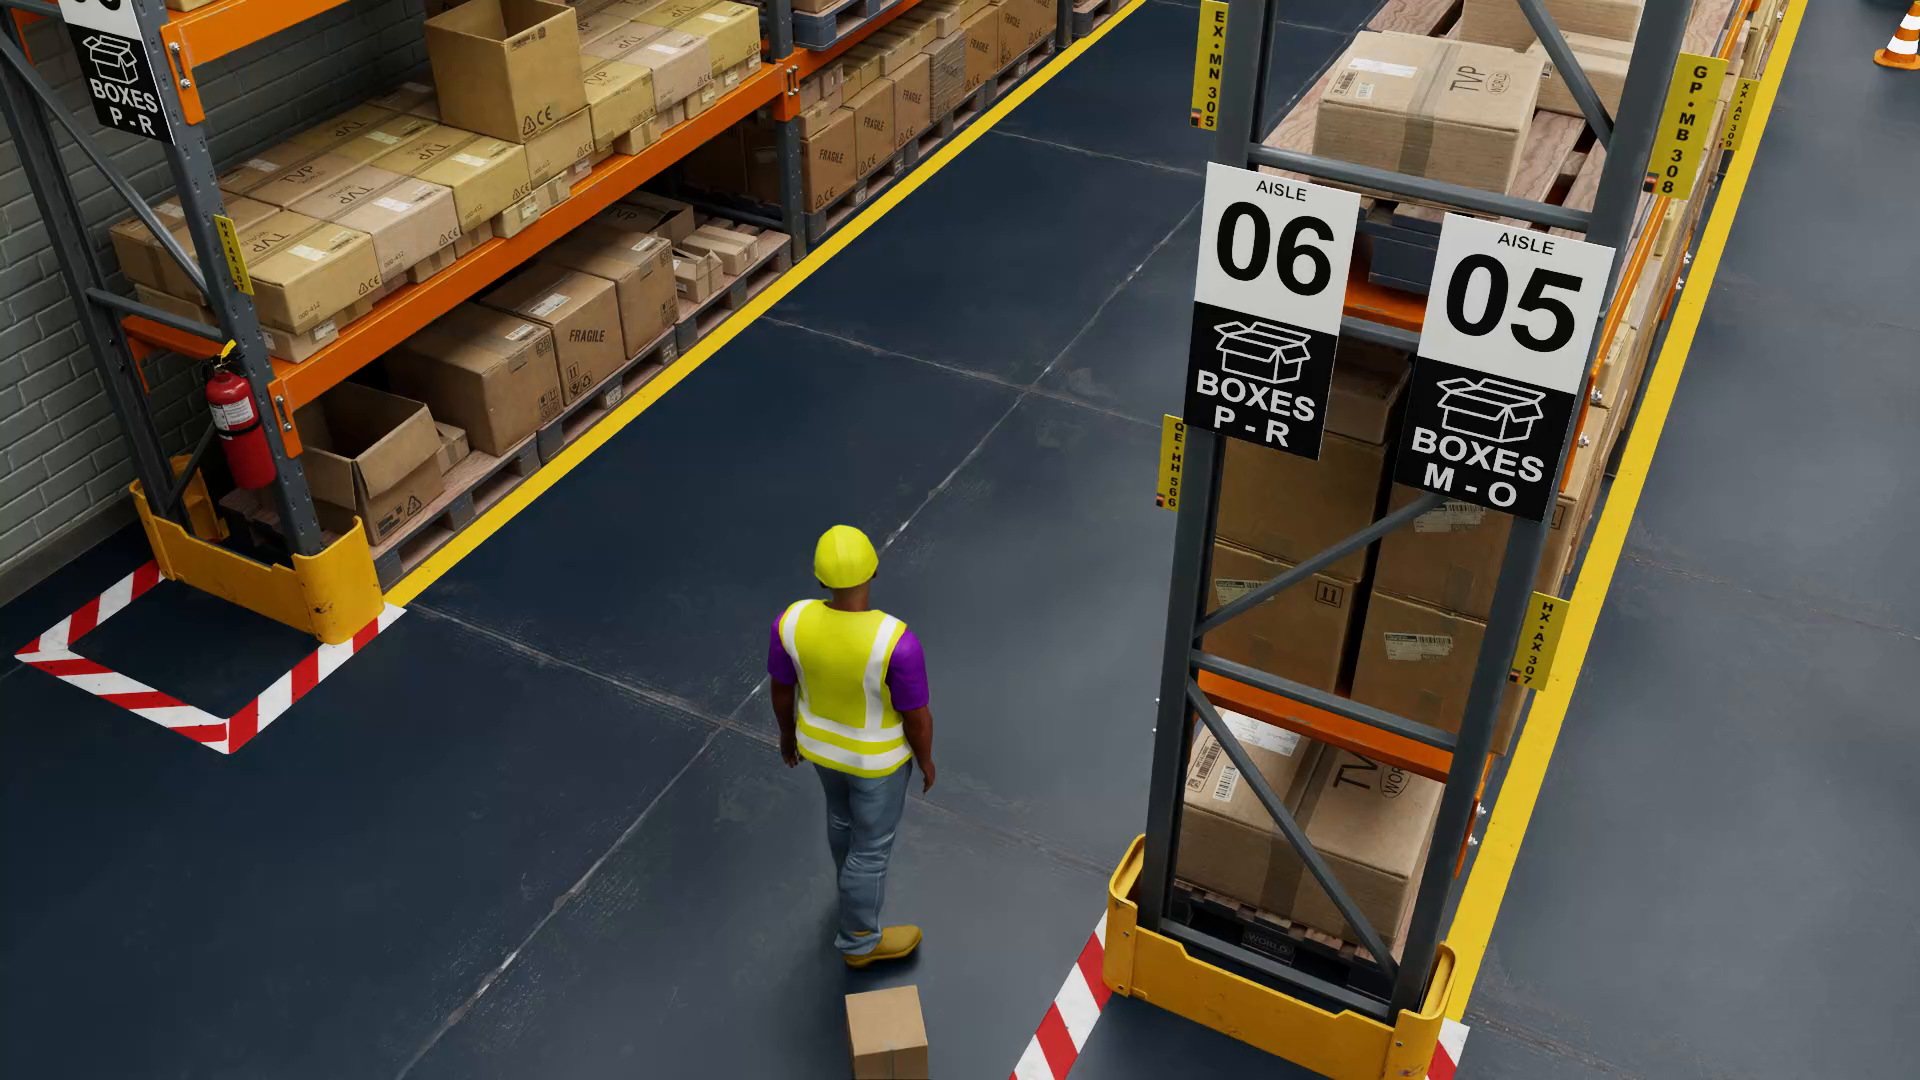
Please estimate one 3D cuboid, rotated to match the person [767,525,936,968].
[{"bbox_3d":[-0.363,0.714,5.806,0.589,1.766,0.569,17,41,21],"label":"person"}]
